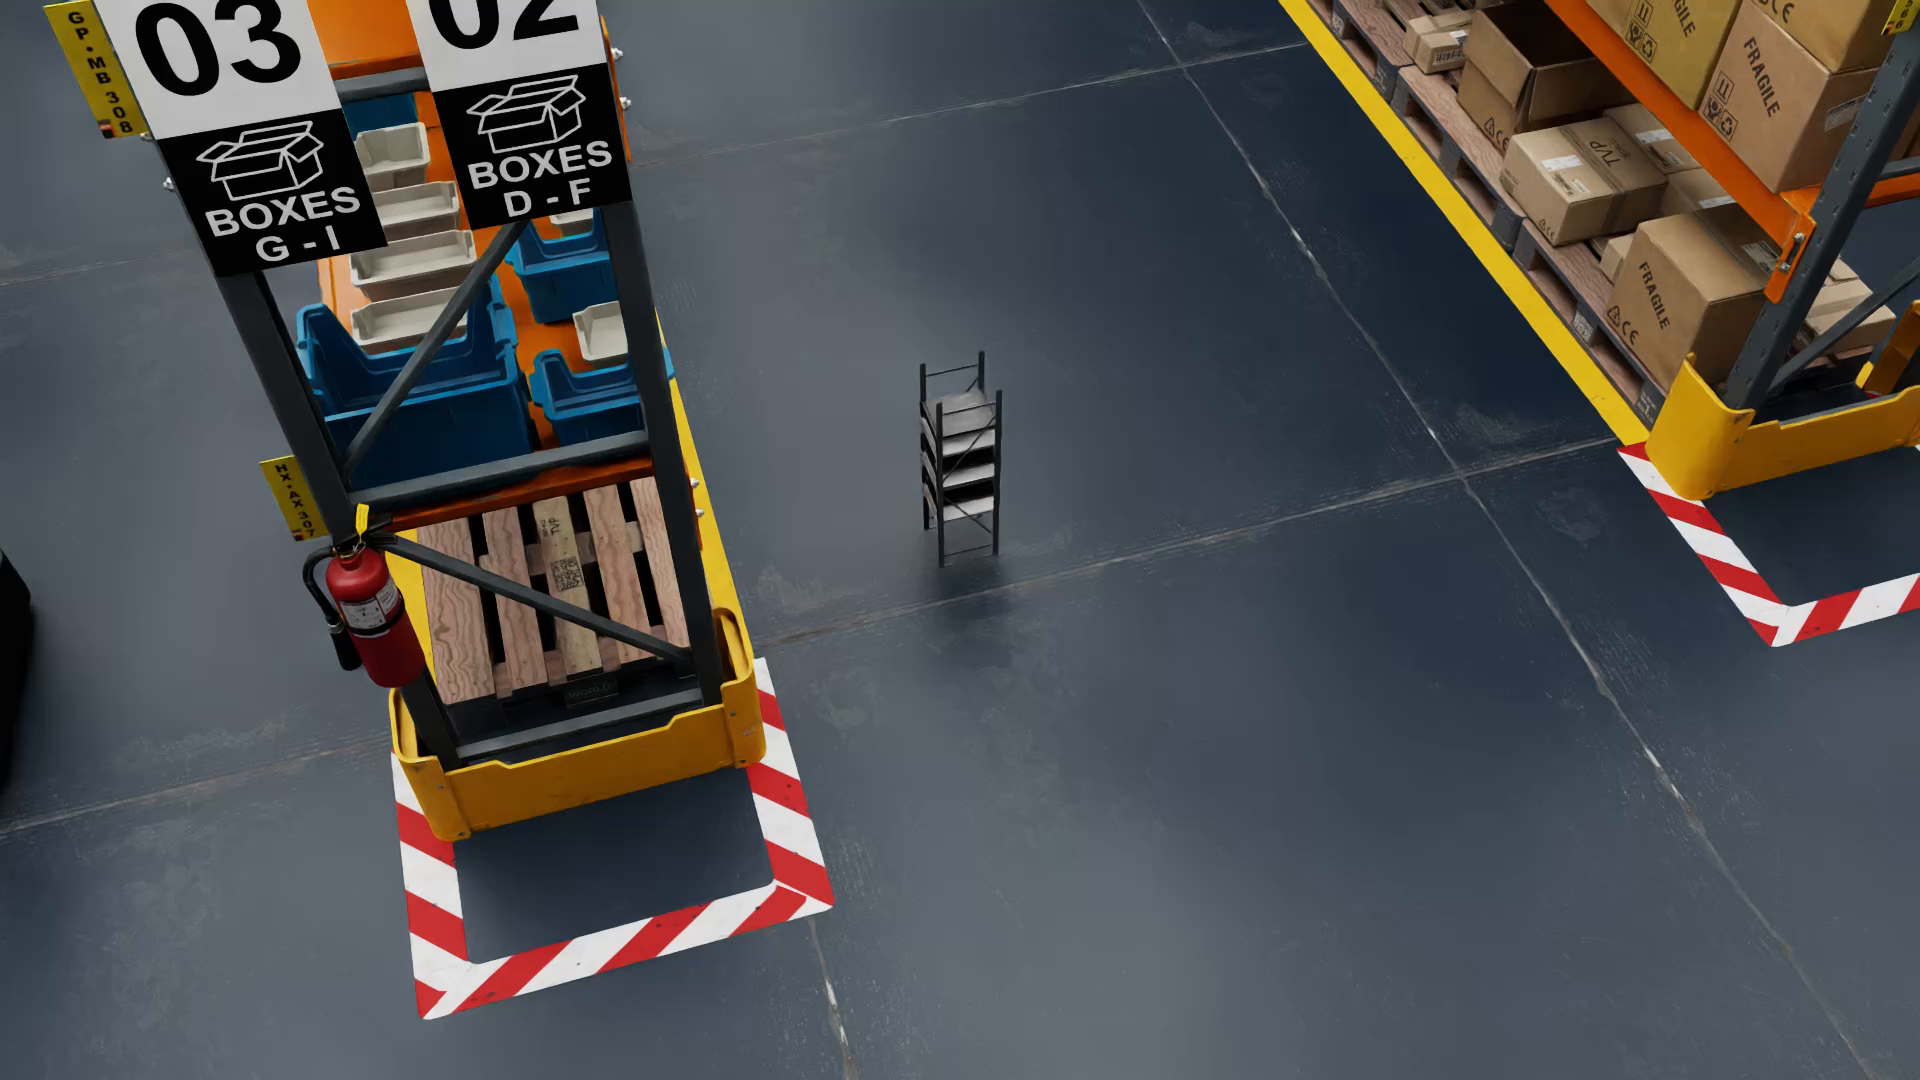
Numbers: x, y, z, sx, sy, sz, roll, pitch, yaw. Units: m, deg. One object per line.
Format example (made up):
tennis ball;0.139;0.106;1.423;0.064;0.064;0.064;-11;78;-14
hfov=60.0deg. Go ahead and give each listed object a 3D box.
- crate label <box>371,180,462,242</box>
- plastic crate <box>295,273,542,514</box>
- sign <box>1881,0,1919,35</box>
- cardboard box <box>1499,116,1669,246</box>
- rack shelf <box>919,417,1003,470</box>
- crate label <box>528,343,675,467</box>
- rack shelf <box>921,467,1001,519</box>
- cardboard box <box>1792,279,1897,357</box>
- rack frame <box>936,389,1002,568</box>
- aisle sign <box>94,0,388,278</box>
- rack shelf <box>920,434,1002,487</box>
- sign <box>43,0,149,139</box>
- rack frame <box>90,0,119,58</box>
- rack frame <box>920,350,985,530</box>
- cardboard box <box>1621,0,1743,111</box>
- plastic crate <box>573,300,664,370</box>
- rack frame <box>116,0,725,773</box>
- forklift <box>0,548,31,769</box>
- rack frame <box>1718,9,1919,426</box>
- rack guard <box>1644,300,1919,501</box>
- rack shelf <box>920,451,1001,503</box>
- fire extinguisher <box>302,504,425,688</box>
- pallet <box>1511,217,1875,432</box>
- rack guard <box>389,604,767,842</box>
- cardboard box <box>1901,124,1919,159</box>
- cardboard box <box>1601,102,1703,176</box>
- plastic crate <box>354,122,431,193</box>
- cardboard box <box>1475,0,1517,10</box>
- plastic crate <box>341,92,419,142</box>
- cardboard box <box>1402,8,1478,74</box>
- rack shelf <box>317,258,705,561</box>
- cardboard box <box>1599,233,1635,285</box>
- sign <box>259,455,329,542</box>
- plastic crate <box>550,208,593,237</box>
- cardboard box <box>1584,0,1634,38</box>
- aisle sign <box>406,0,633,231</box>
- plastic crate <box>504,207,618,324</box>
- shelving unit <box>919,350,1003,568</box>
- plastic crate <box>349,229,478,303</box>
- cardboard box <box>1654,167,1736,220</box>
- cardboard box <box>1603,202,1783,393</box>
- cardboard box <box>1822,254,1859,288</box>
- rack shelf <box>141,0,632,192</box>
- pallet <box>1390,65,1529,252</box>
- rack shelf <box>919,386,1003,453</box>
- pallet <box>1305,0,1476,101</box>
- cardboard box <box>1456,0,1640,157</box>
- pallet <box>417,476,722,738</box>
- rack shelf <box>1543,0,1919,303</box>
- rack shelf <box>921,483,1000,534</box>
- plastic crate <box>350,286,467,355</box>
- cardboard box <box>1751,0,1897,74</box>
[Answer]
crate label;-1.892;-1.098;5.636;0.396;0.136;0.243;-13;51;-11
plastic crate;-1.578;-0.429;4.877;0.616;0.435;0.499;-13;51;-11
sign;2.897;-1.677;5.028;0.100;0.325;0.005;-13;51;-11
cardboard box;2.784;-1.611;7.446;0.500;0.250;0.500;-13;51;-11
rack shelf;0.002;-0.379;6.078;0.258;0.077;0.200;-13;51;-11
crate label;-1.059;-0.416;4.999;0.416;0.233;0.303;-13;51;-11
rack shelf;0.002;-0.205;6.285;0.258;0.077;0.200;-13;51;-11
cardboard box;3.637;-0.919;6.930;0.380;0.149;0.250;-13;51;-11
rack frame;0.032;-0.210;6.128;0.240;0.900;0.006;-13;51;-11
aisle sign;-1.559;-0.915;3.649;0.394;0.787;0.004;-13;51;-11
rack shelf;0.002;-0.321;6.147;0.258;0.077;0.200;-13;51;-11
sign;-1.821;-0.993;3.521;0.100;0.325;0.005;-13;51;-11
rack frame;-1.300;-2.129;2.449;1.000;3.000;0.127;-13;51;-11
rack frame;-0.028;-0.358;6.253;0.240;0.900;0.006;-13;51;-11
cardboard box;2.884;-1.989;6.189;0.500;0.500;0.500;-13;51;-11
plastic crate;-1.074;-0.638;5.249;0.250;0.136;0.298;-13;51;-11
rack frame;-1.300;-0.196;4.743;1.000;3.000;0.127;-13;51;-11
forklift;-4.887;-0.115;4.719;3.031;2.935;1.130;-10;51;-8
rack frame;3.433;-1.313;5.685;1.000;3.000;0.127;-13;51;-11
rack guard;3.410;-0.563;6.687;1.175;0.500;0.348;-13;51;-11
rack shelf;0.002;-0.263;6.216;0.258;0.077;0.200;-13;51;-11
fire extinguisher;-1.690;0.162;4.735;0.296;0.674;0.183;-13;51;-11
pallet;3.174;-1.052;7.288;1.003;0.211;1.213;-13;51;-11
rack guard;-1.281;0.625;5.686;1.175;0.500;0.348;-13;51;-11
cardboard box;3.553;-1.729;5.970;0.500;0.500;0.500;-12;51;-10
cardboard box;3.247;-1.760;7.572;0.500;0.250;0.500;-13;51;-11
plastic crate;-1.997;-1.310;5.815;0.298;0.136;0.250;-13;51;-11
cardboard box;2.911;-2.610;8.249;0.500;0.311;0.500;-13;51;-11
plastic crate;-2.152;-1.603;6.000;0.416;0.233;0.300;-13;51;-11
cardboard box;2.433;-2.478;8.232;0.380;0.166;0.250;-13;51;-11
rack shelf;-1.892;-1.425;6.249;1.077;0.370;4.000;-13;51;-11
cardboard box;3.003;-1.199;7.154;0.380;0.166;0.250;-13;51;-11
sign;-1.821;-0.112;4.566;0.100;0.325;0.005;-13;51;-11
plastic crate;-1.275;-1.133;5.666;0.250;0.136;0.298;-13;51;-11
cardboard box;2.741;-2.355;6.497;0.500;0.500;0.500;-13;51;-11
aisle sign;-0.995;-1.048;3.761;0.394;0.787;0.004;-13;51;-11
plastic crate;-1.253;-0.897;5.404;0.416;0.233;0.300;-13;51;-11
shelving unit;0.002;-0.284;6.191;0.258;0.900;0.210;-13;51;-11
plastic crate;-1.786;-0.900;5.469;0.396;0.136;0.243;-13;51;-11
cardboard box;3.395;-1.395;7.264;0.500;0.250;0.500;-13;51;-11
cardboard box;3.037;-0.991;6.760;0.500;0.500;0.500;-13;51;-11
cardboard box;3.563;-1.108;7.077;0.380;0.166;0.250;-13;51;-11
rack shelf;-1.892;-2.391;5.102;1.077;0.370;4.000;-13;51;-11
pallet;2.816;-1.941;8.038;1.003;0.211;1.213;-13;51;-11
rack shelf;0.002;-0.437;6.010;0.258;0.077;0.200;-13;51;-11
pallet;2.452;-2.834;8.791;1.003;0.211;1.213;-13;51;-11
cardboard box;2.810;-2.201;7.778;0.797;0.503;0.637;-13;51;-11
pallet;-1.507;0.092;6.324;1.003;0.211;1.213;-13;51;-11
rack shelf;2.841;-2.542;7.191;1.077;0.370;4.000;-13;51;-11
rack shelf;0.002;-0.147;6.354;0.258;0.077;0.200;-13;51;-11
plastic crate;-1.714;-0.685;5.288;0.396;0.136;0.243;-13;51;-11
cardboard box;3.038;-1.930;5.486;0.500;0.500;0.500;-14;51;-11
